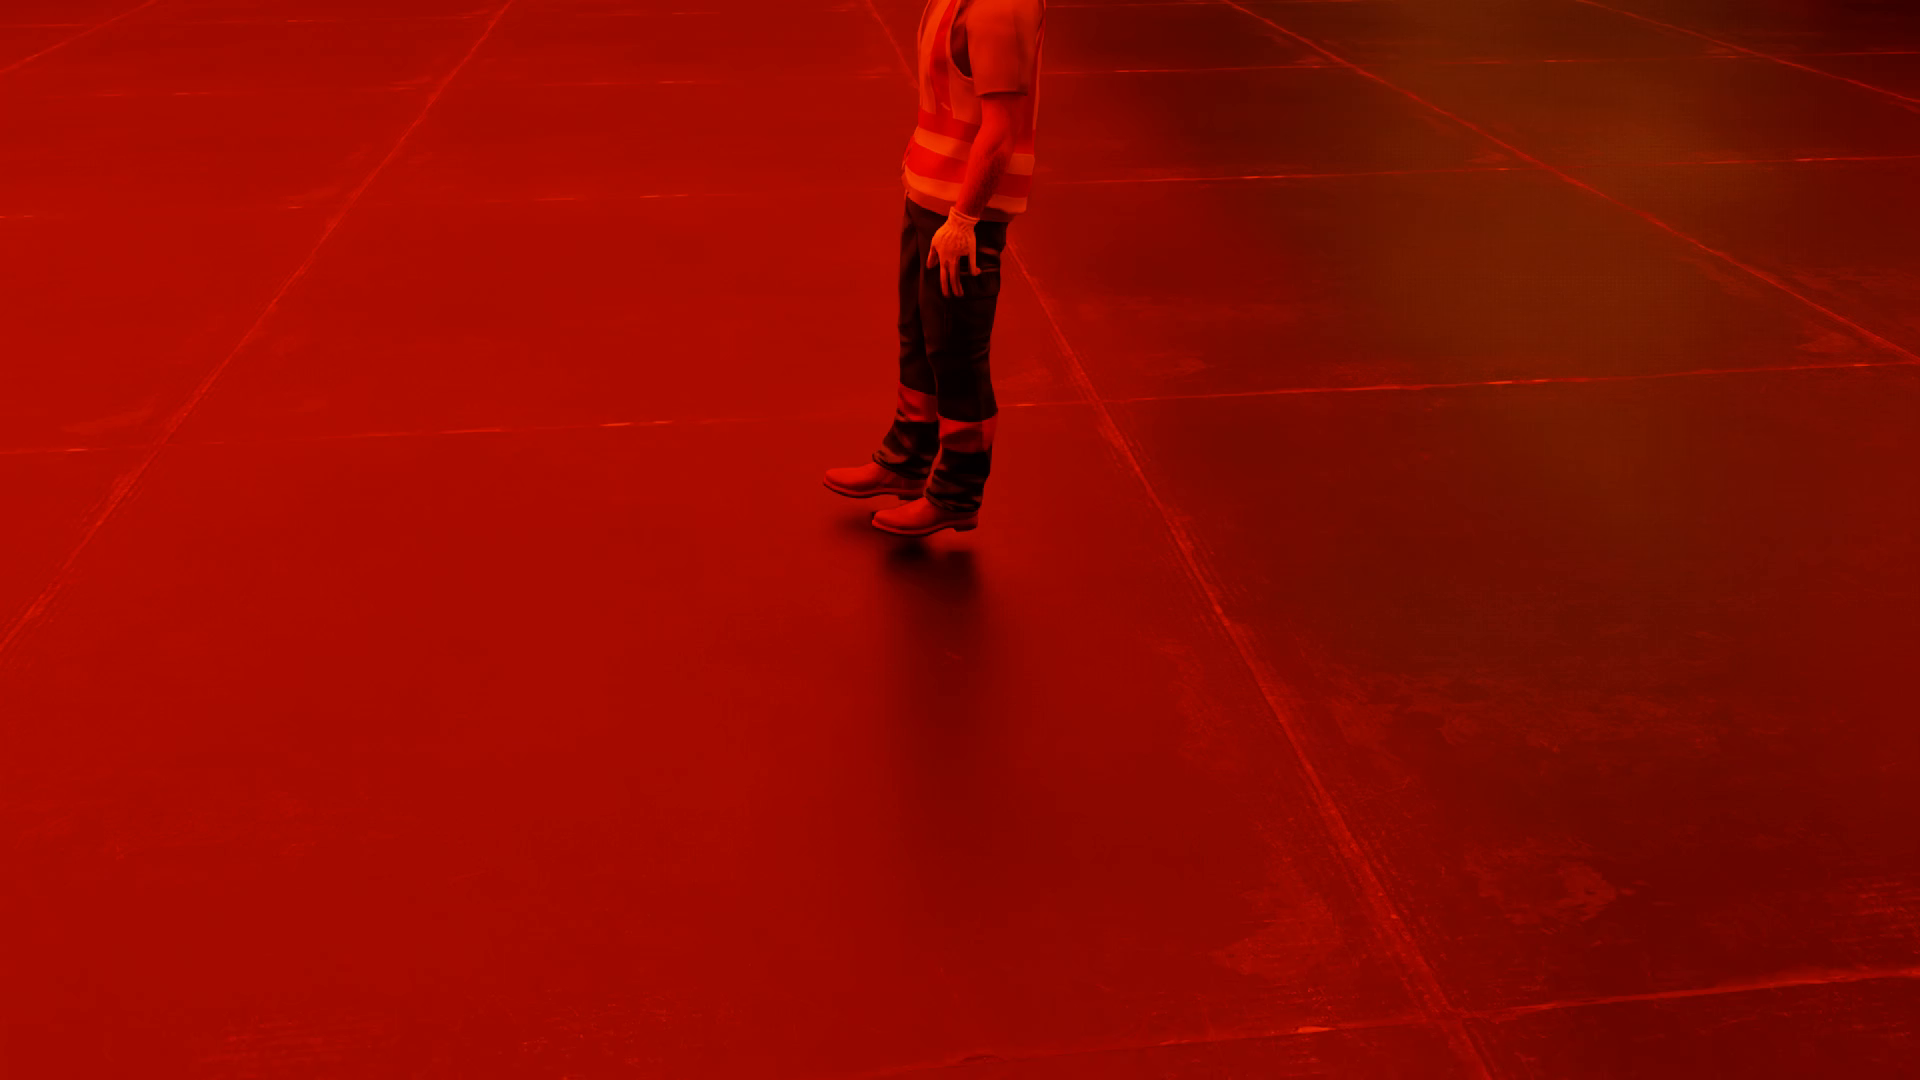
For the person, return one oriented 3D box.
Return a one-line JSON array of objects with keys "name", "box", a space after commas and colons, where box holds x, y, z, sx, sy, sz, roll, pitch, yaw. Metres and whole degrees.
[{"name": "person", "box": [-0.082, -0.849, 4.198, 0.561, 1.789, 0.637, -3, 26, -7]}]
